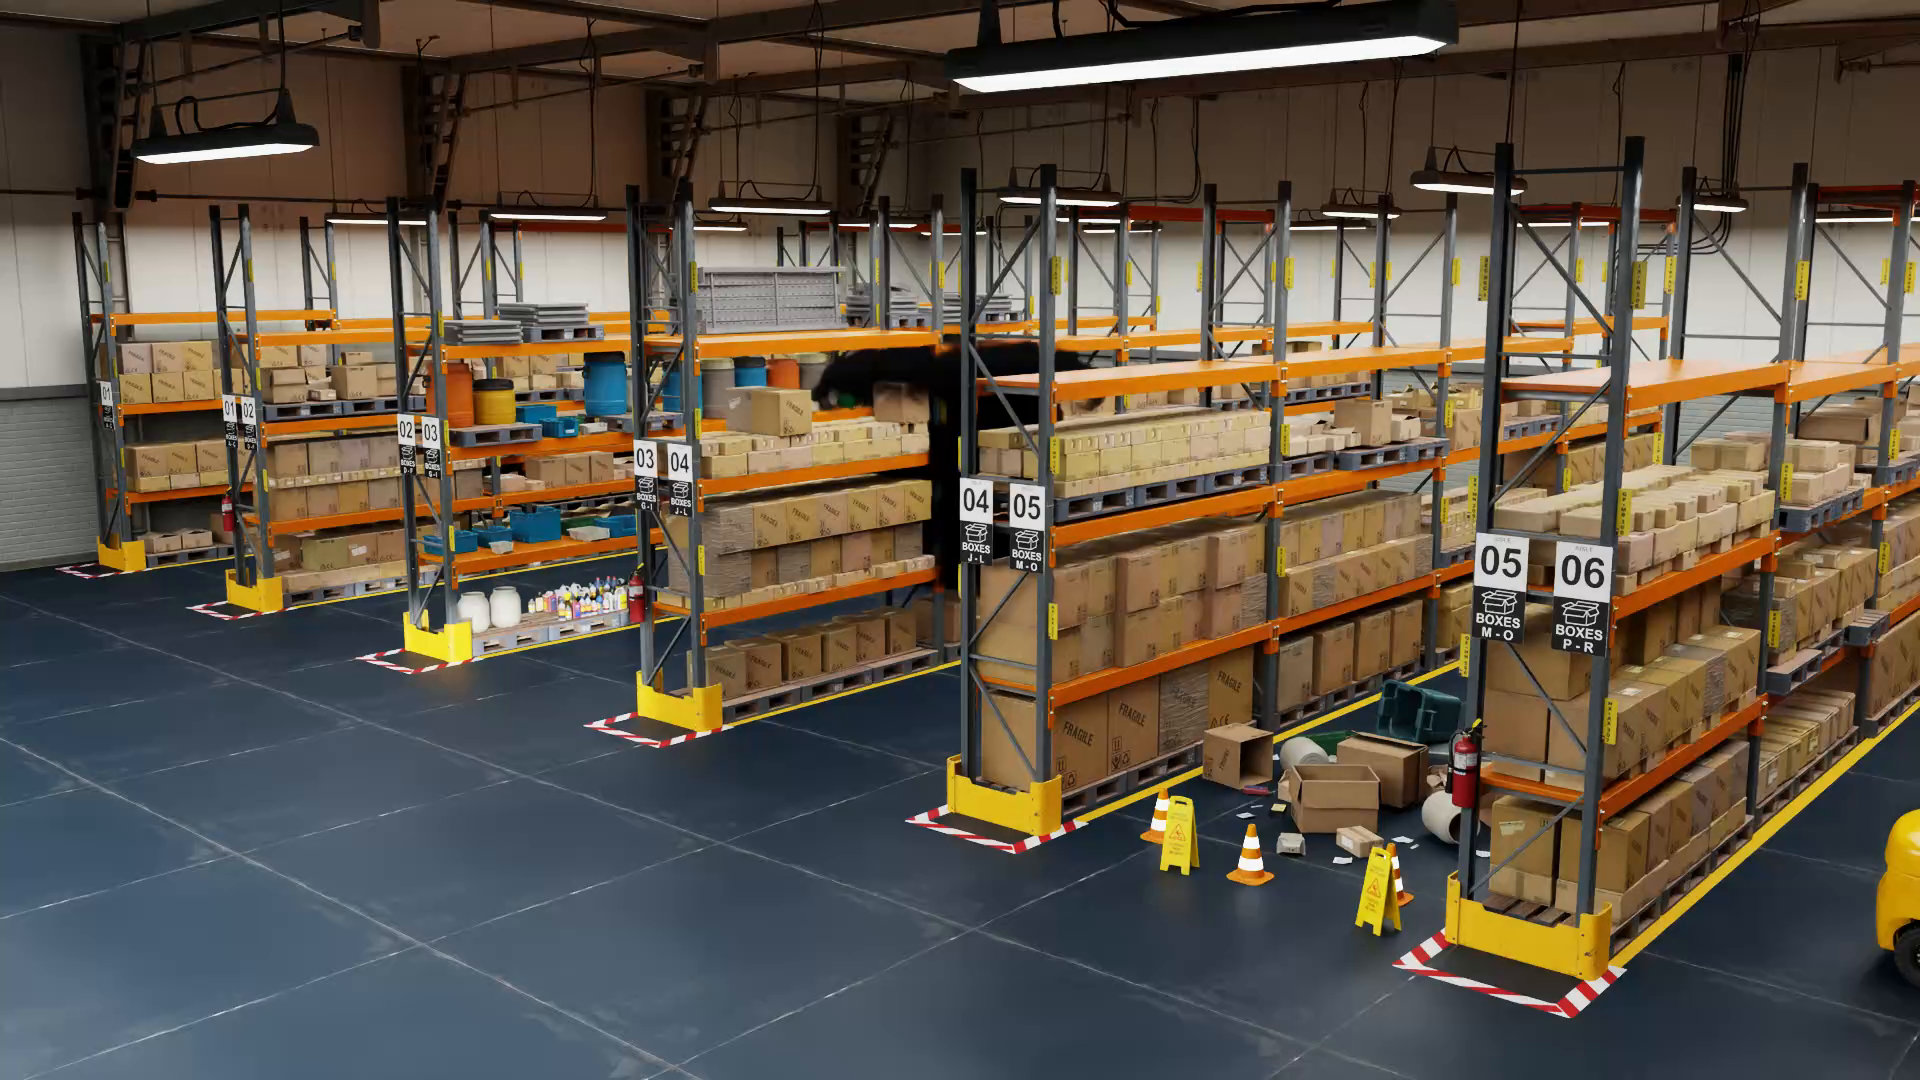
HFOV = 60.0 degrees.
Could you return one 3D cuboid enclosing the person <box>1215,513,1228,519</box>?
[{"bbox_3d":[3.443,0.455,21.861,0.724,1.644,0.571,-9,13,-43],"label":"person"}]
